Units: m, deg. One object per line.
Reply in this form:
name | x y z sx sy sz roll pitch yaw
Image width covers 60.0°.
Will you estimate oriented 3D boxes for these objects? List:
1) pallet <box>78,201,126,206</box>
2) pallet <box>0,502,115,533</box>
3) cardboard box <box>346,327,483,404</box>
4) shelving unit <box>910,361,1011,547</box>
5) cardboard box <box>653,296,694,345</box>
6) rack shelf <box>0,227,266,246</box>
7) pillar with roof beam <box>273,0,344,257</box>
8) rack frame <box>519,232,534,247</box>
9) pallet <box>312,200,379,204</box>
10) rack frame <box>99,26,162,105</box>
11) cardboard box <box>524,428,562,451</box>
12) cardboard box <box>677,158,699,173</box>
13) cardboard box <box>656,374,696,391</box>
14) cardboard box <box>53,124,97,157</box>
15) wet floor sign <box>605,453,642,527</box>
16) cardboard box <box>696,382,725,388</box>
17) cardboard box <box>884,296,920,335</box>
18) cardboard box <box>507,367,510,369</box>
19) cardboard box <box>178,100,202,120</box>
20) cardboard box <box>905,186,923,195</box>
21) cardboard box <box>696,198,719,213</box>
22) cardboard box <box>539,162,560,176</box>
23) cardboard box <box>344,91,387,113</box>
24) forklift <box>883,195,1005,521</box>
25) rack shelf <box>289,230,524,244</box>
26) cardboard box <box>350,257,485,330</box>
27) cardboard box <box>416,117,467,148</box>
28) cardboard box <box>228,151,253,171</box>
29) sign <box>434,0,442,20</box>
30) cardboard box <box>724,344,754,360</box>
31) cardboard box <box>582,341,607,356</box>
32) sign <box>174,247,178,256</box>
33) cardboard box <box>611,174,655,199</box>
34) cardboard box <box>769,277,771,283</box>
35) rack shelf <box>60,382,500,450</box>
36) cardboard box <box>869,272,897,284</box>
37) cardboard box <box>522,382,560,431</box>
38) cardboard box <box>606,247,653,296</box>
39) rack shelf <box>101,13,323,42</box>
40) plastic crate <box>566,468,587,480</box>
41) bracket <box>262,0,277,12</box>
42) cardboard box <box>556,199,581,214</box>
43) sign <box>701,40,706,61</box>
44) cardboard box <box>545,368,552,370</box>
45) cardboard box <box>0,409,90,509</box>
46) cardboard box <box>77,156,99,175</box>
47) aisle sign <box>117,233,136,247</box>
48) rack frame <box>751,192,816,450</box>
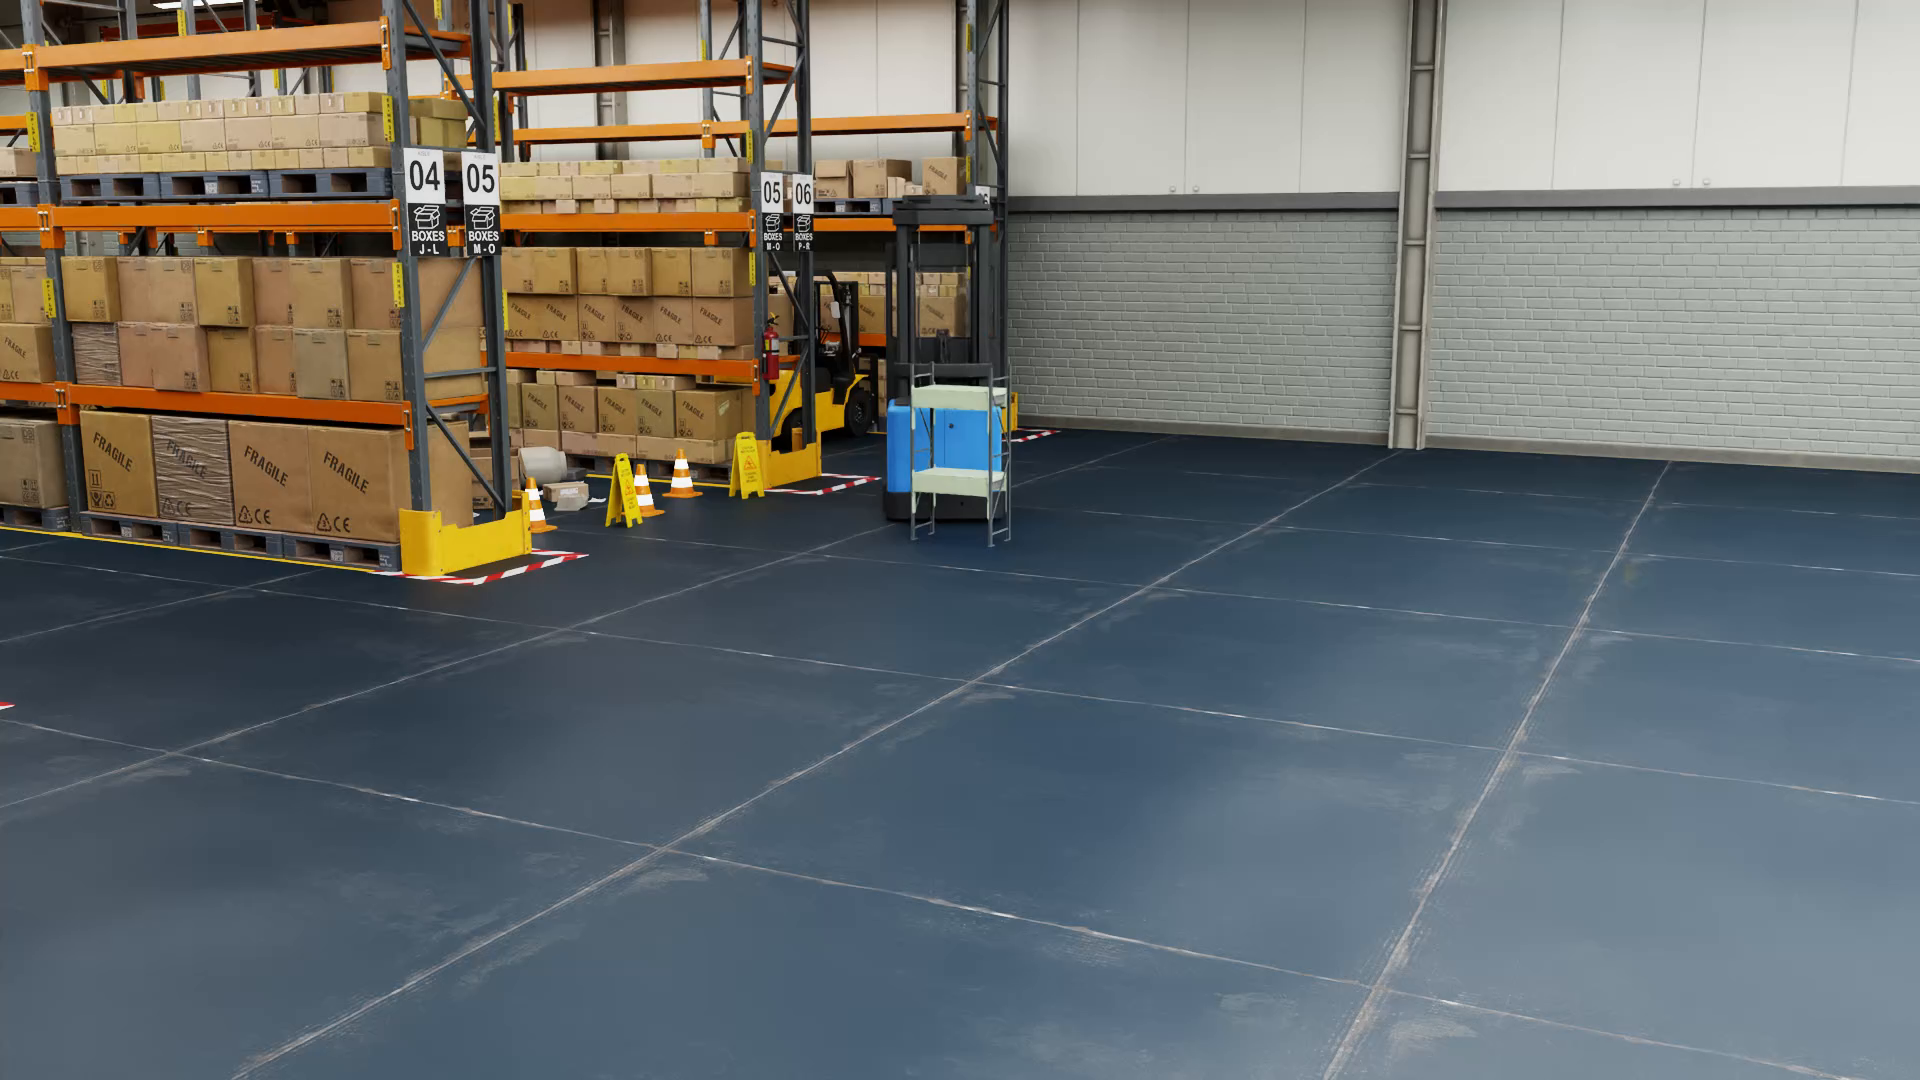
pallet | -10.612 -4.242 21.355 1.213 0.211 1.003 6 12 28
pallet | -8.244 -0.292 15.251 1.213 0.211 1.003 5 11 26
cardboard box | -4.285 -1.396 13.100 0.550 0.550 0.875 5 11 26
shelving unit | 0.006 -0.737 14.094 0.755 1.500 0.431 5 11 26
cardboard box | -2.888 -2.333 17.584 0.500 0.500 0.500 5 11 26
rack shelf | -10.800 -4.009 21.555 4.000 0.370 1.077 5 11 26
pillar with roof beam | -12.531 -6.301 23.776 0.548 9.000 9.100 5 11 26
rack frame | -6.814 -3.522 25.269 0.127 3.000 1.000 5 11 26
pallet | -6.857 -3.945 19.707 1.003 0.211 1.213 5 11 26
rack frame | -13.988 -7.105 28.218 0.127 3.000 1.000 5 11 26
cardboard box | -4.526 -1.138 18.636 0.500 0.250 0.500 6 12 29
cardboard box | -2.718 -3.867 17.216 0.250 0.149 0.380 5 11 25
cardboard box | -3.025 -1.680 17.706 0.250 0.149 0.380 5 12 27
cardboard box | -7.205 -3.337 13.947 0.500 0.250 0.500 5 11 26
wet floor sign | -3.030 -0.456 14.936 0.232 0.644 0.267 3 11 16
cardboard box | -2.926 -1.471 18.374 0.500 0.500 0.500 5 11 24
cardboard box | -0.658 -2.980 21.994 0.500 0.500 0.500 5 12 28
cardboard box | -7.068 -2.577 25.885 0.500 0.500 0.500 6 12 28
cardboard box | -5.979 -3.413 13.251 0.250 0.149 0.380 5 11 26
cardboard box | -0.517 -4.517 21.588 0.250 0.149 0.380 5 11 24
cardboard box | -2.514 -3.449 17.147 0.250 0.149 0.380 5 11 26
cardboard box | -4.334 -4.007 17.993 0.250 0.149 0.380 5 11 24
cardboard box | -4.384 -3.273 12.477 0.250 0.149 0.380 5 11 26
forklift | -0.168 -1.830 16.109 1.130 2.935 3.031 0 10 -1
rack shelf | -8.607 -4.802 25.937 4.000 0.370 1.077 5 11 26
cardboard box | -4.248 -1.941 13.078 0.550 0.550 0.875 5 11 26
cardboard box | -4.251 -3.184 13.102 0.500 0.250 0.500 5 11 26
cardboard box | -5.519 -2.981 13.100 0.250 0.149 0.380 5 11 26
sign | -5.660 -5.815 18.022 0.005 0.325 0.100 5 11 26
cardboard box | -2.262 -1.971 17.401 0.250 0.149 0.380 5 12 28
cardboard box | -3.898 -2.097 18.098 0.250 0.149 0.380 5 11 26
sign | -13.724 -4.965 29.102 0.005 0.325 0.100 5 11 26
cardboard box | -3.328 -3.725 17.551 0.500 0.250 0.500 5 12 27
cardboard box | -2.565 -3.624 22.897 0.250 0.149 0.380 5 11 25
rack shelf | -5.726 -1.104 13.927 4.000 0.370 1.077 5 11 26
cardboard box | -1.009 -3.466 22.022 0.250 0.149 0.380 5 12 27
cardboard box | -4.525 -1.507 18.569 0.500 0.500 0.500 6 12 28
cardboard box | -3.341 -2.857 17.668 0.500 0.500 0.700 5 11 25
rack shelf | -12.194 -8.228 27.115 4.000 0.370 1.077 5 11 26
plastic crate | -4.374 -0.723 17.999 0.583 0.080 0.402 1 10 6
bracket | -11.156 -8.736 27.122 0.430 0.232 0.235 5 11 26
cardboard box | -4.131 -3.587 17.910 0.250 0.149 0.380 5 11 25
sign | -3.456 -6.570 22.419 0.005 0.325 0.100 5 11 26
cardboard box | -5.671 -2.459 24.882 0.625 0.625 0.875 5 12 28
cardboard box | -8.116 -0.750 15.088 0.750 0.750 1.050 5 11 26
cardboard box | -7.110 -3.121 13.873 0.250 0.149 0.380 5 11 26
aisle sign | -14.179 -5.390 28.291 0.004 0.787 0.394 5 11 26
rack frame | -1.832 -2.099 17.404 0.127 3.000 1.000 5 11 26
